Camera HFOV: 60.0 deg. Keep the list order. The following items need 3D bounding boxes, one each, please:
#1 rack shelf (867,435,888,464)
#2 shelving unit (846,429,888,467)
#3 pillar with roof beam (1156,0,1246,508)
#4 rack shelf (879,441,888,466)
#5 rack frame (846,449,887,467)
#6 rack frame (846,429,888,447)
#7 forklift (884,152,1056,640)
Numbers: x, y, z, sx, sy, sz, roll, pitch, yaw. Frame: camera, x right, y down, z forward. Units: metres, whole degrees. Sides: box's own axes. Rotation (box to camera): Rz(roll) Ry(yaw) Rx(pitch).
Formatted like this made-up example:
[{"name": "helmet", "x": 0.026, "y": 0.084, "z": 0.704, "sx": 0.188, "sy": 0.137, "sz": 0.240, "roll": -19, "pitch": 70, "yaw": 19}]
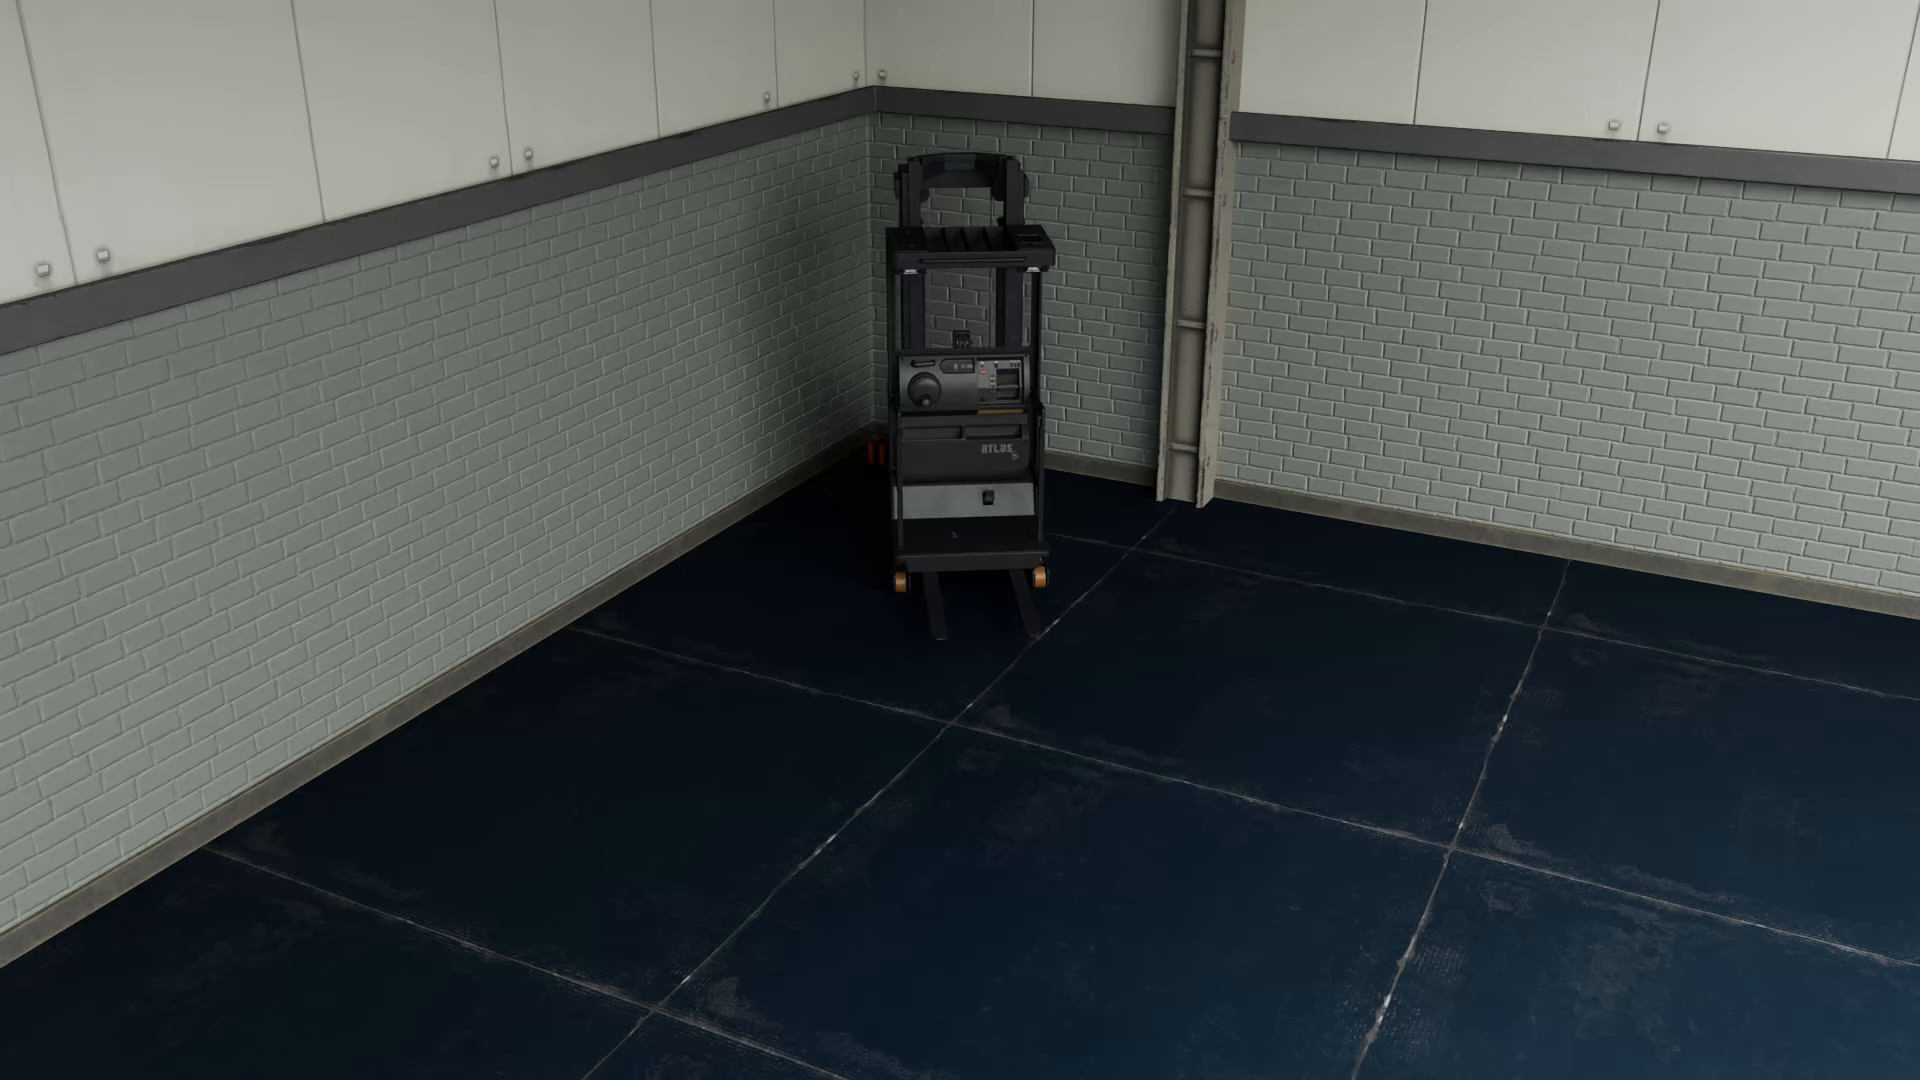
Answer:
[{"name": "rack shelf", "x": -0.687, "y": -0.784, "z": 14.348, "sx": 0.103, "sy": 0.180, "sz": 0.258, "roll": 14, "pitch": 27, "yaw": 31}, {"name": "shelving unit", "x": -0.423, "y": -0.718, "z": 14.188, "sx": 1.200, "sy": 0.189, "sz": 0.258, "roll": 14, "pitch": 27, "yaw": 31}, {"name": "pillar with roof beam", "x": -0.108, "y": -2.981, "z": 8.261, "sx": 0.400, "sy": 9.000, "sz": 9.100, "roll": 11, "pitch": 25, "yaw": 25}, {"name": "rack shelf", "x": -0.587, "y": -0.759, "z": 14.287, "sx": 0.103, "sy": 0.180, "sz": 0.258, "roll": 14, "pitch": 27, "yaw": 31}, {"name": "rack frame", "x": -0.423, "y": -0.634, "z": 14.223, "sx": 1.200, "sy": 0.006, "sz": 0.240, "roll": 14, "pitch": 27, "yaw": 31}, {"name": "rack frame", "x": -0.424, "y": -0.802, "z": 14.152, "sx": 1.200, "sy": 0.006, "sz": 0.240, "roll": 14, "pitch": 27, "yaw": 31}, {"name": "forklift", "x": 0.051, "y": -1.106, "z": 11.605, "sx": 1.130, "sy": 2.935, "sz": 3.031, "roll": -2, "pitch": 23, "yaw": -4}]
